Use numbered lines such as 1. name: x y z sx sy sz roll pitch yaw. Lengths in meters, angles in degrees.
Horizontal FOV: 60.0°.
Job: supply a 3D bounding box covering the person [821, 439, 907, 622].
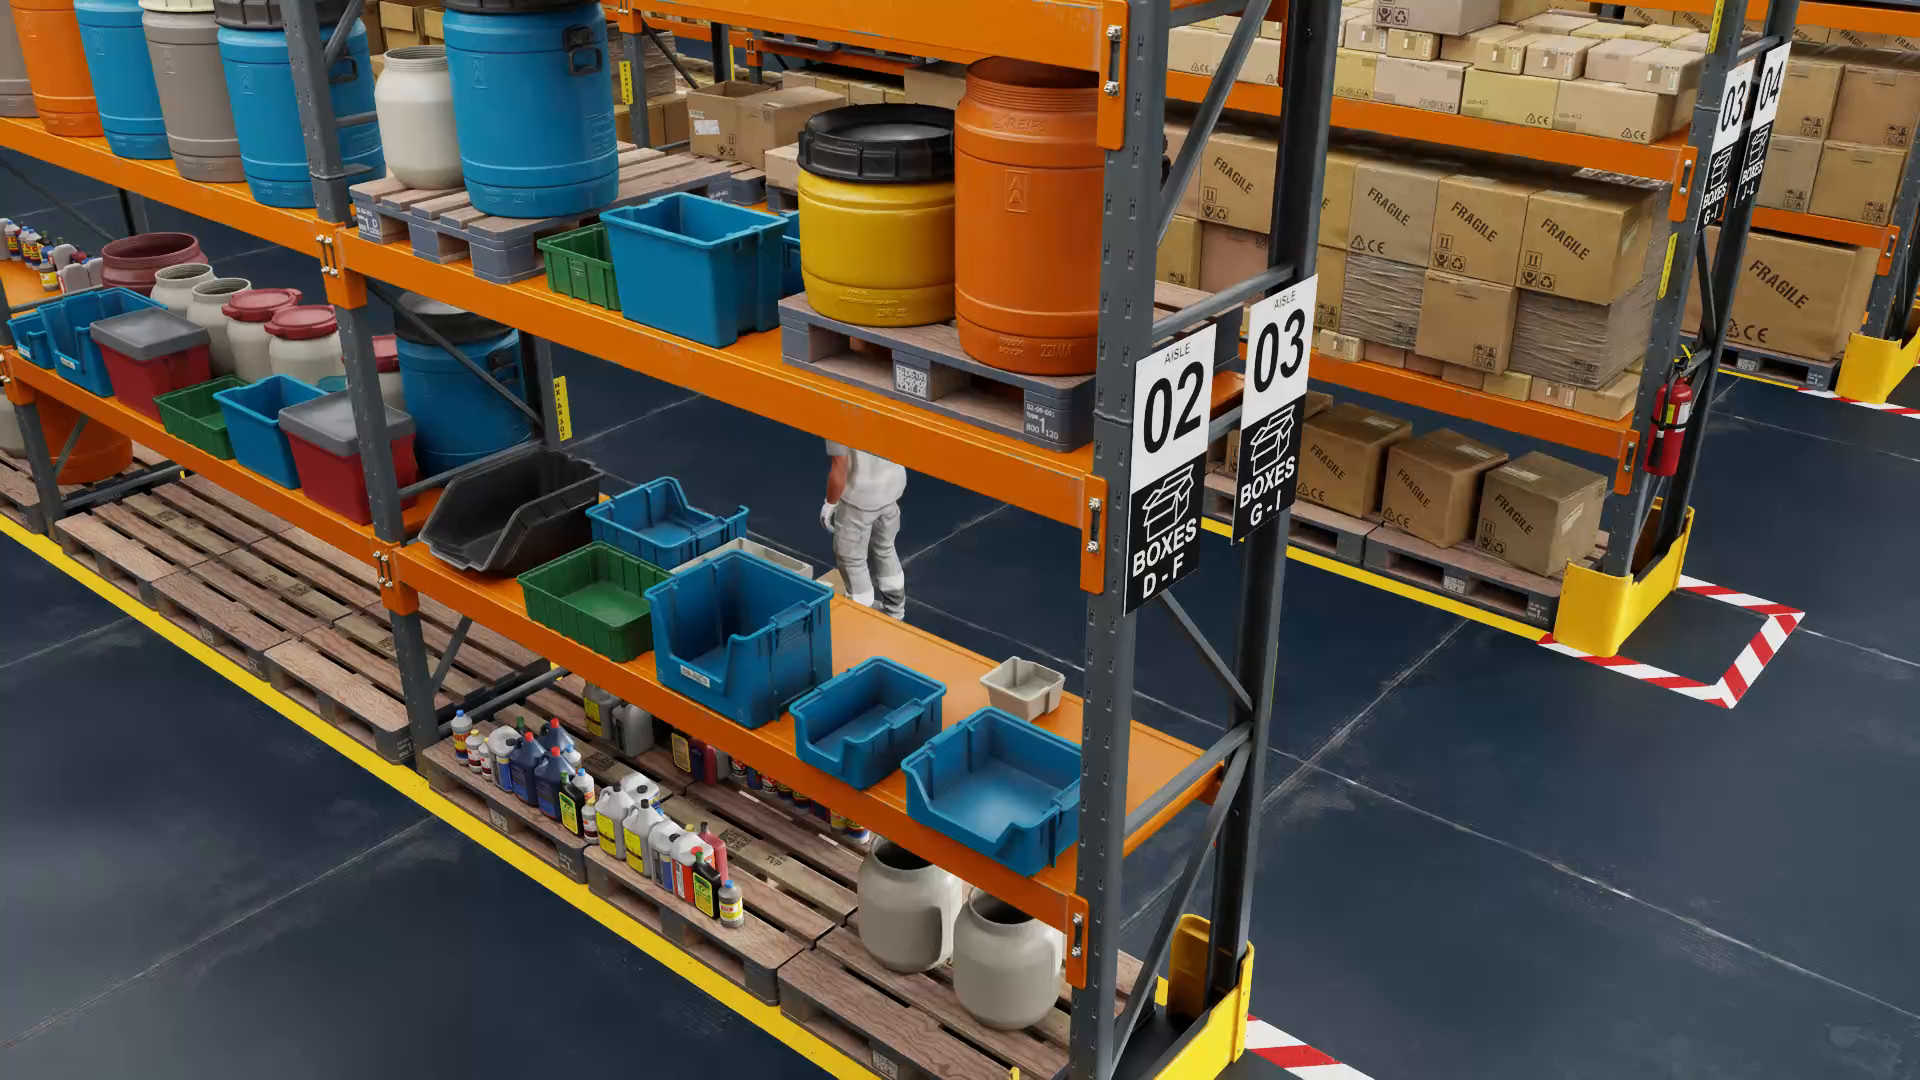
1. person: -0.534 -0.258 9.106 0.455 1.779 0.612 20 33 34
